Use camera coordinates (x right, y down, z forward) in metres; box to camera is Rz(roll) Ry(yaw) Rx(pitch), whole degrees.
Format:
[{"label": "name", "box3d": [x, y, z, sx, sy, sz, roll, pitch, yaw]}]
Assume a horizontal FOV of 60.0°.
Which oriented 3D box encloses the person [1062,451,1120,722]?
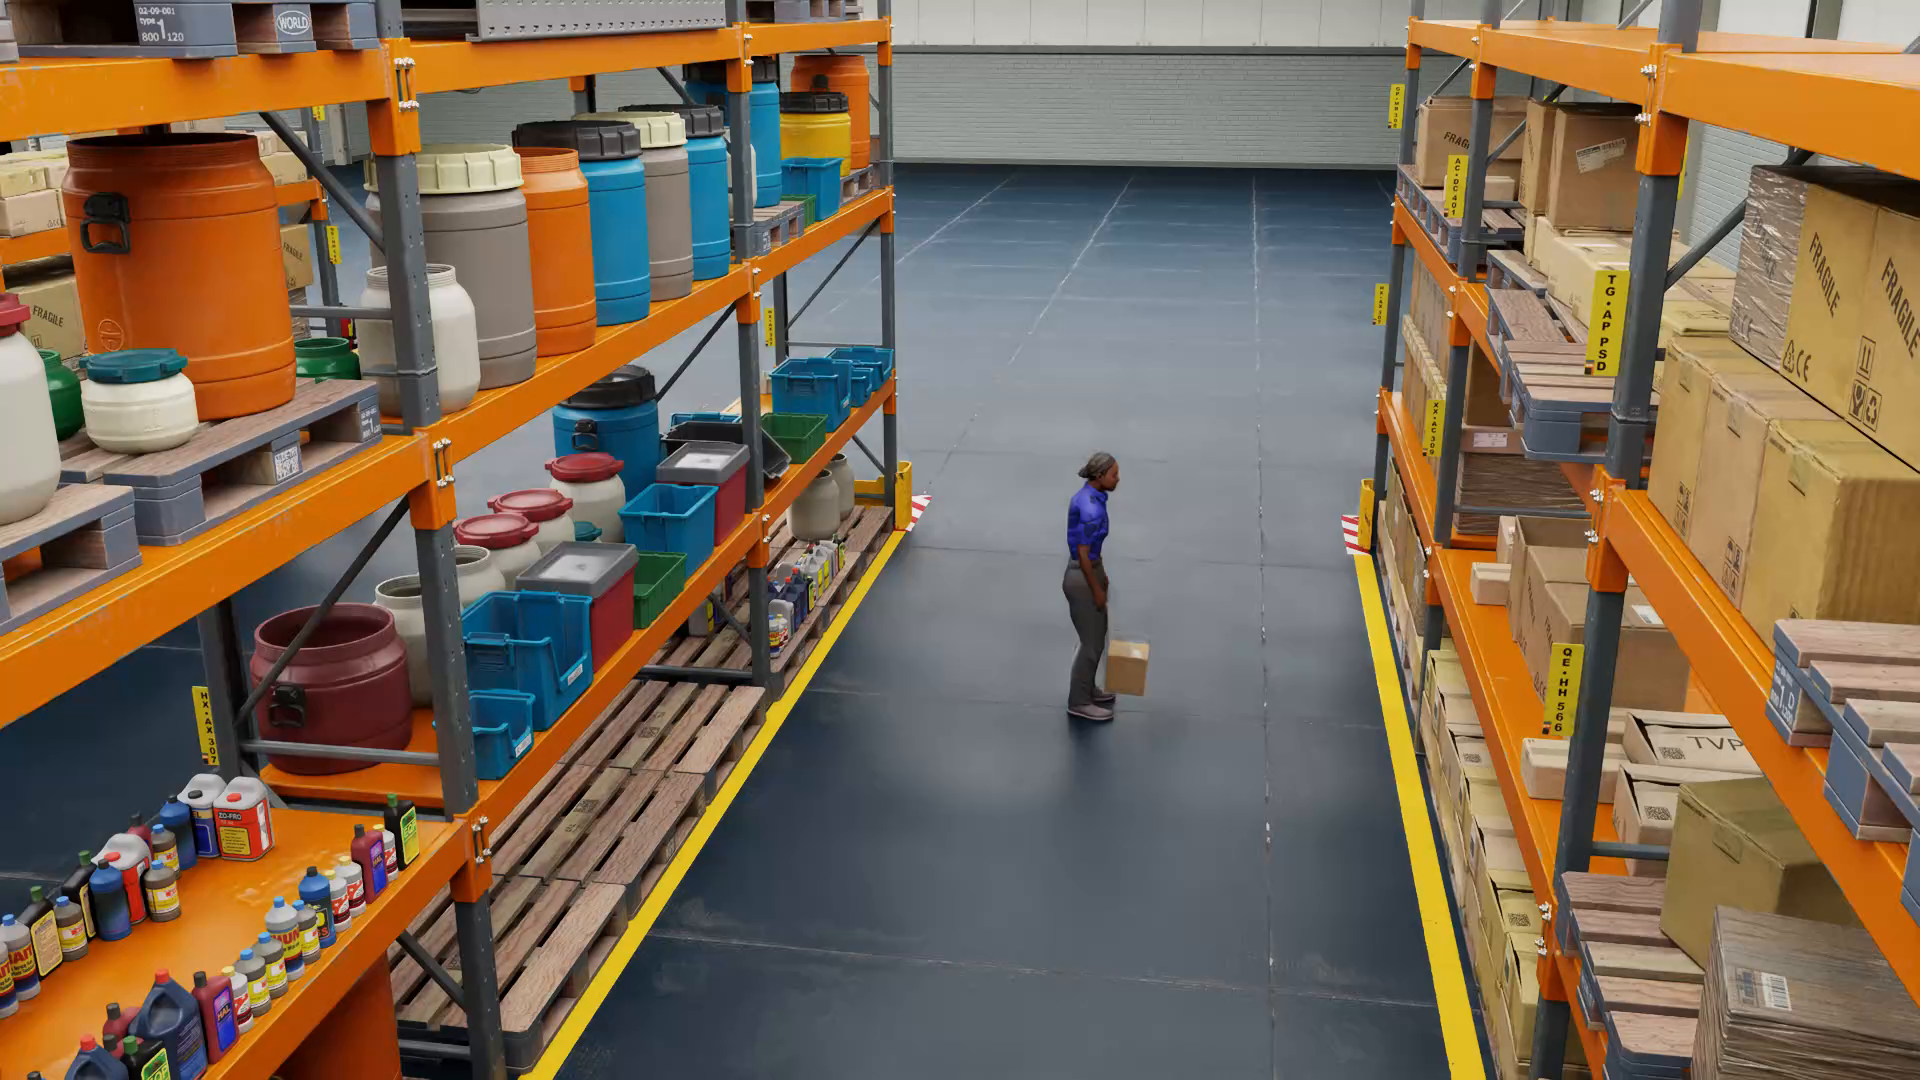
[{"label": "person", "box3d": [0.807, 0.260, 10.260, 0.344, 1.657, 0.500, 2, 18, 7]}]
